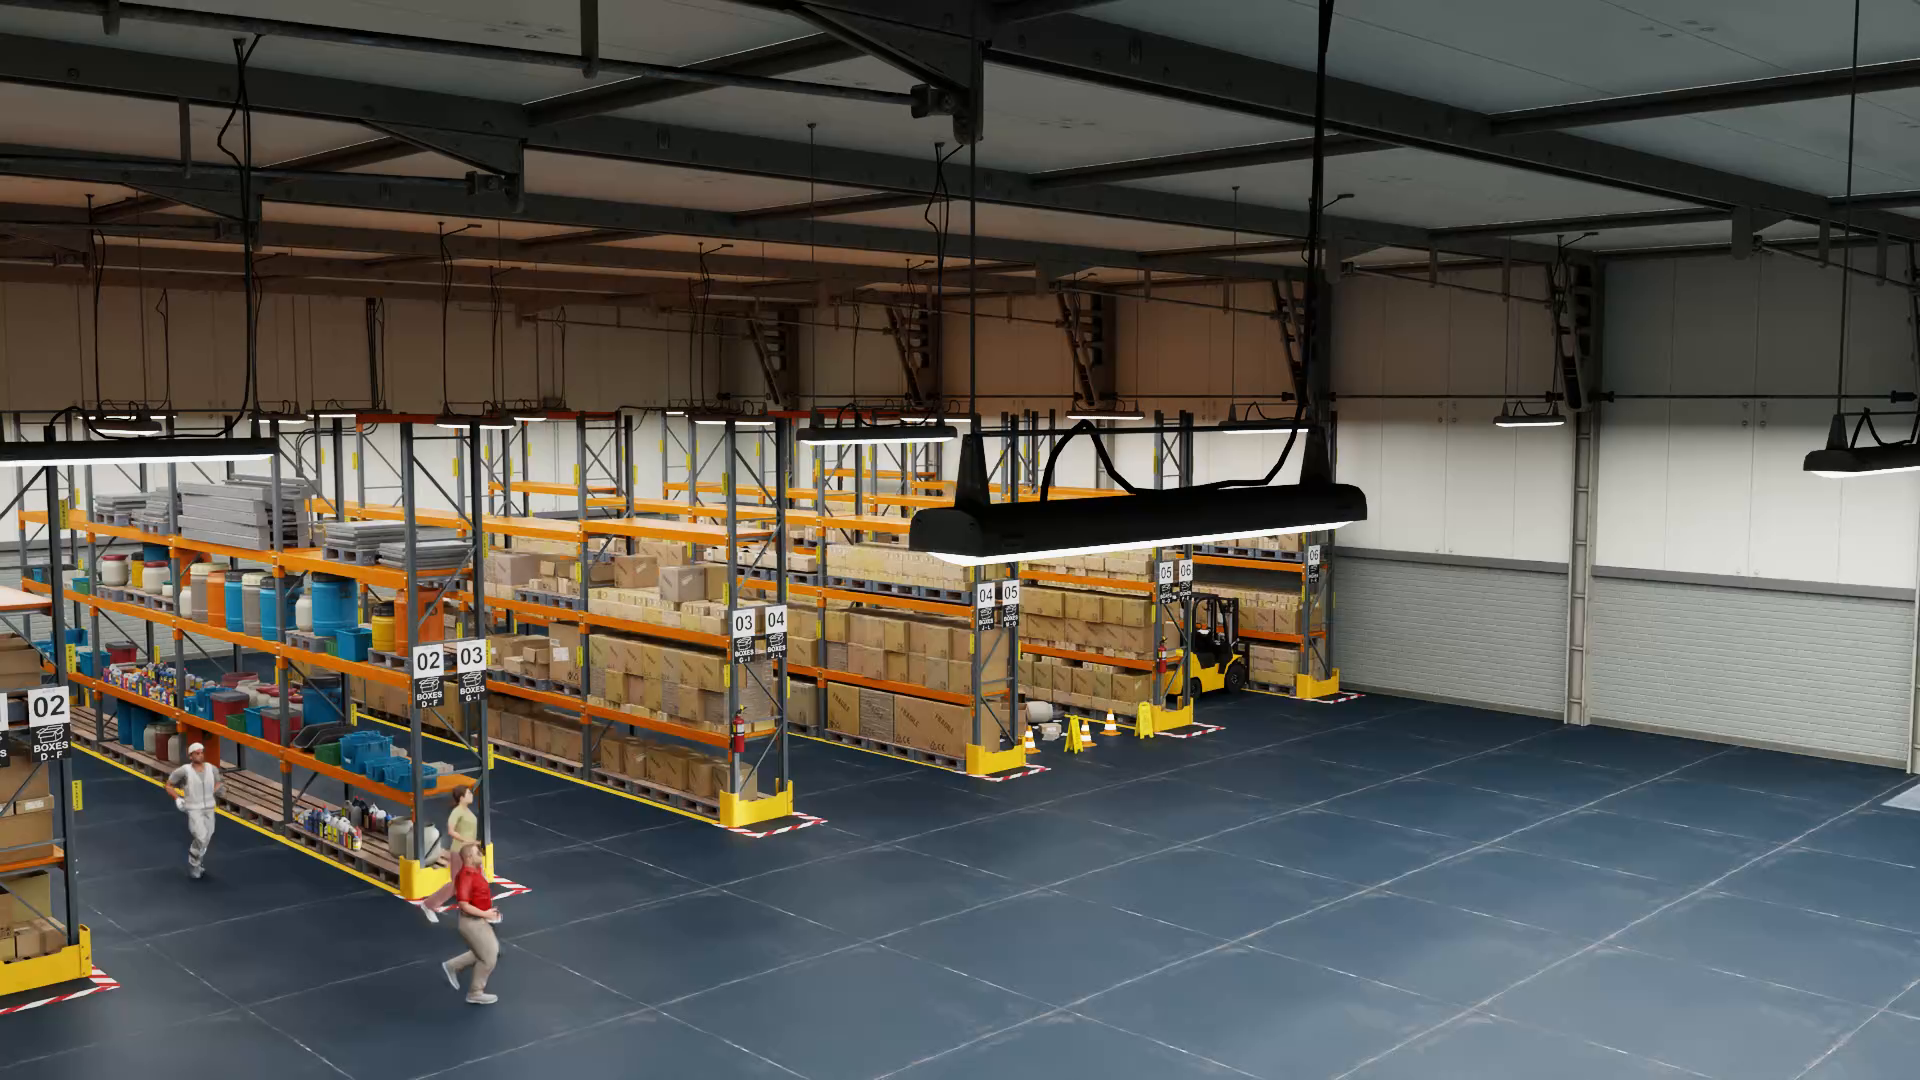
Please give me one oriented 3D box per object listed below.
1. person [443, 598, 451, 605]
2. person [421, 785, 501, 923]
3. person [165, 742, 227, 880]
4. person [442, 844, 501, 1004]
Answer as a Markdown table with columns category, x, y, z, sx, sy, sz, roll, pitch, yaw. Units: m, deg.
| category | x | y | z | sx | sy | sz | roll | pitch | yaw |
| --- | --- | --- | --- | --- | --- | --- | --- | --- | --- |
| person | -11.944 | 2.169 | 38.259 | 0.824 | 1.766 | 0.747 | -2 | 5 | -18 |
| person | -5.954 | 3.760 | 19.997 | 0.953 | 1.634 | 0.640 | 0 | 5 | 2 |
| person | -9.962 | 3.554 | 21.823 | 0.667 | 1.786 | 0.644 | 4 | 6 | 37 |
| person | -5.083 | 3.999 | 17.315 | 0.578 | 1.688 | 0.665 | -1 | 5 | -16 |
